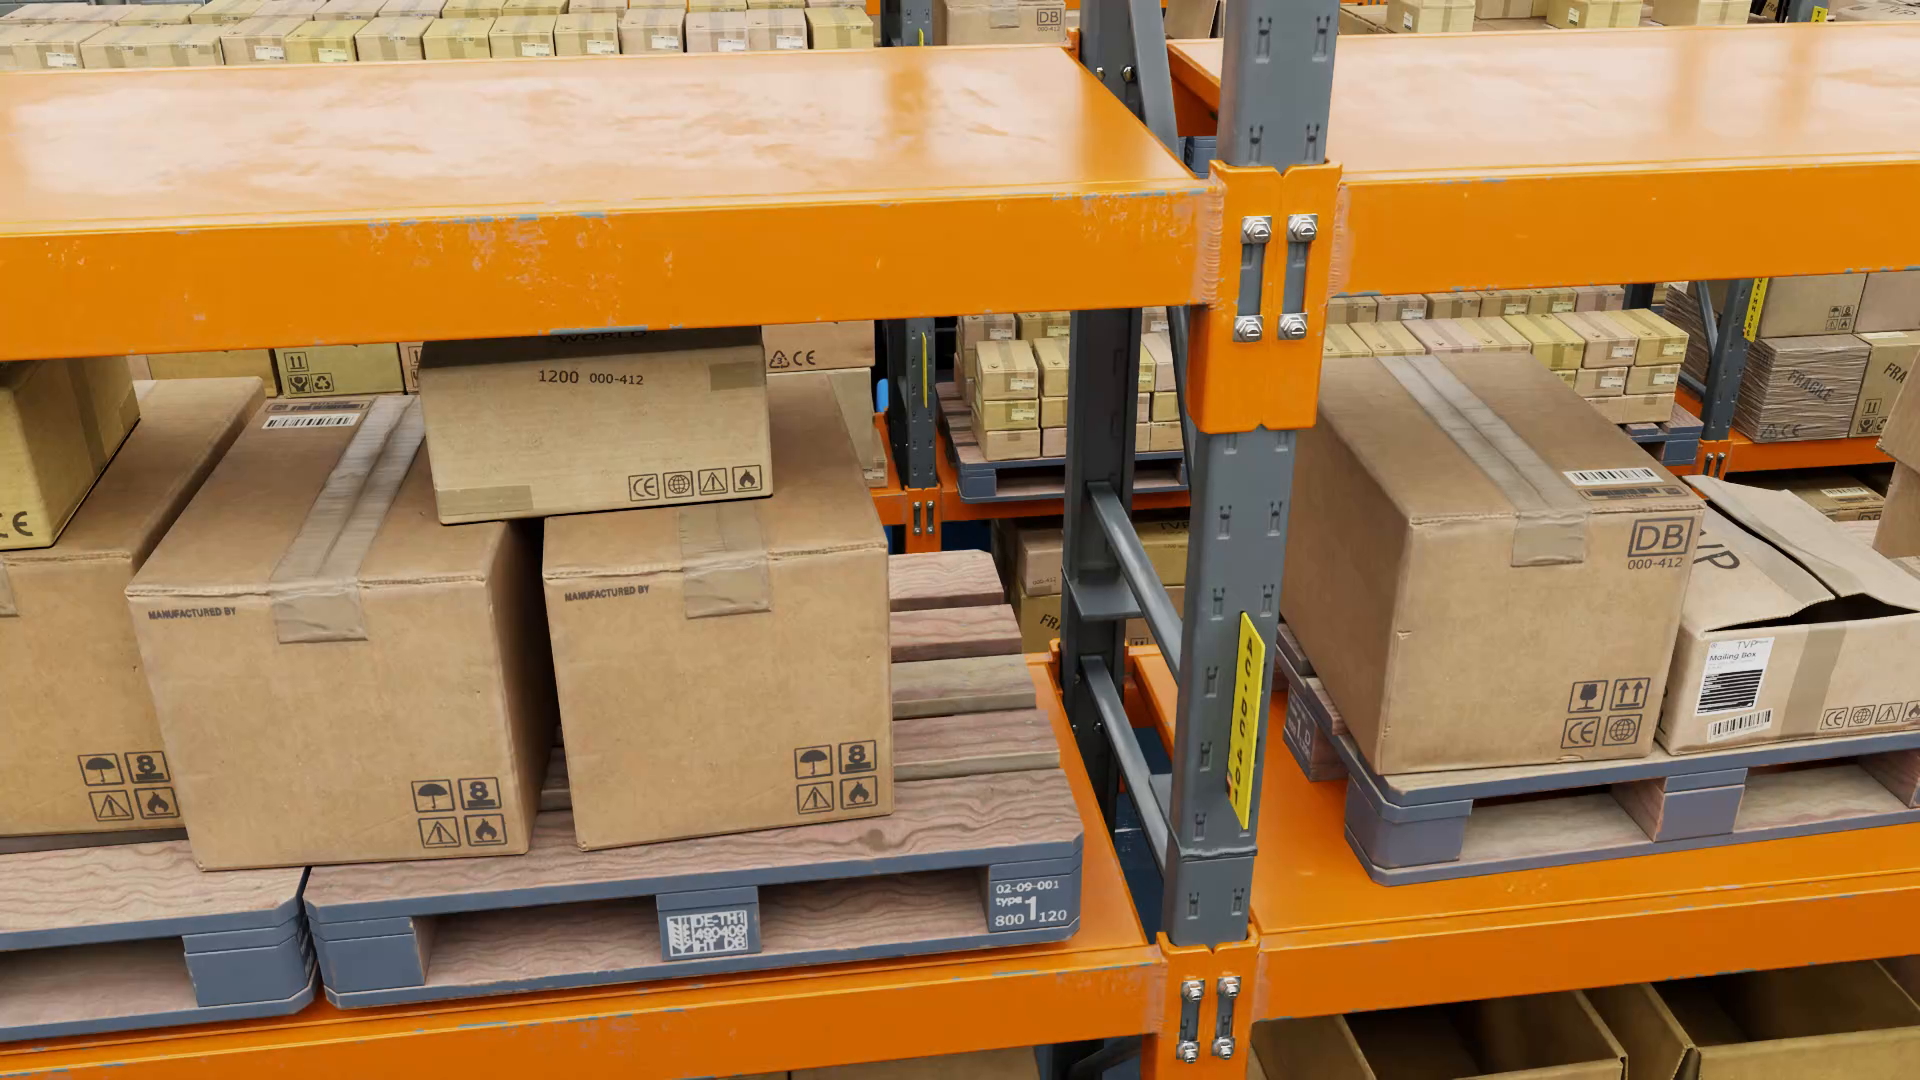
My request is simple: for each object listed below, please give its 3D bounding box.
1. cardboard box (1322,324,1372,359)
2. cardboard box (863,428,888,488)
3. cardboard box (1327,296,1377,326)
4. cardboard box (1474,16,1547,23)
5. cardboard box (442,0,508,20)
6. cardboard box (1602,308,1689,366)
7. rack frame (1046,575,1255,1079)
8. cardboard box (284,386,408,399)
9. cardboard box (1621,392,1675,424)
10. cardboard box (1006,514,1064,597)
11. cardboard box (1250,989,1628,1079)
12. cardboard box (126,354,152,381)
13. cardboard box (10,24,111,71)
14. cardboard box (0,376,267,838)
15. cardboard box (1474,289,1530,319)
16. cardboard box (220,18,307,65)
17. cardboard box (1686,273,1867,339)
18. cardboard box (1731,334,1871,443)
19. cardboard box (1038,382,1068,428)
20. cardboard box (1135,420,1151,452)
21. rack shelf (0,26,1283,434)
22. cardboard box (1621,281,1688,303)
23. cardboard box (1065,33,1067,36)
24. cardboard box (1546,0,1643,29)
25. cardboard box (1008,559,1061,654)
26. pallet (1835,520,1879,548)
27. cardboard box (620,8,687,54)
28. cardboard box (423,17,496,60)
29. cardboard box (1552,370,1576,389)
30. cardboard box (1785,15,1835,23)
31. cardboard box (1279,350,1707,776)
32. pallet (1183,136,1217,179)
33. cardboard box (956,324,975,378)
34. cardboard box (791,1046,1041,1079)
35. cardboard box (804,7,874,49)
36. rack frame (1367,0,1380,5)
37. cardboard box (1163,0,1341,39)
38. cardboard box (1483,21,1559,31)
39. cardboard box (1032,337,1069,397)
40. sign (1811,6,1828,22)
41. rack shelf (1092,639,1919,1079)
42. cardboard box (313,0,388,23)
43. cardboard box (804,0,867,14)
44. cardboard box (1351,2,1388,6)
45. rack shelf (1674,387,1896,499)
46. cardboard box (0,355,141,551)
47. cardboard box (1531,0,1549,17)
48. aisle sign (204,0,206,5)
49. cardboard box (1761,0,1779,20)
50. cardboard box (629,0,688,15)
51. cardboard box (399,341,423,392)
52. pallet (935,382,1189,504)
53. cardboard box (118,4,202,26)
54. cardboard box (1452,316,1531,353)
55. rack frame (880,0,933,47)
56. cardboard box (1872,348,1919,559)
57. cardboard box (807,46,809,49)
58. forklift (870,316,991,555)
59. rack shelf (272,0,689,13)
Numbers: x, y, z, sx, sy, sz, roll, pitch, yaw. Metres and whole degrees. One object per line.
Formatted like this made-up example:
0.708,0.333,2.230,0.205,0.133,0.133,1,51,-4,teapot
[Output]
1.758,-0.884,7.851,0.250,0.149,0.380,-3,27,-6,cardboard box
-0.493,-0.390,8.000,0.250,0.149,0.380,-4,27,-8,cardboard box
1.932,-1.194,8.455,0.250,0.149,0.380,-3,27,-6,cardboard box
2.621,-2.309,8.068,0.500,0.500,0.500,-4,27,-7,cardboard box
-2.131,-2.300,7.341,0.250,0.149,0.380,-4,28,-9,cardboard box
3.296,-0.982,8.041,0.250,0.149,0.380,-5,28,-9,cardboard box
0.348,1.623,3.802,0.127,3.000,1.000,-4,27,-7,rack frame
-2.708,-0.523,7.549,0.500,0.500,0.500,-3,27,-6,cardboard box
3.293,-0.716,8.176,0.250,0.149,0.380,-3,27,-6,cardboard box
0.525,0.038,8.347,0.500,0.250,0.500,-5,28,-9,cardboard box
0.979,1.087,3.637,0.637,0.503,0.797,-4,27,-8,cardboard box
-3.723,-0.902,7.191,0.500,0.500,0.500,-4,27,-7,cardboard box
-3.597,-1.965,6.688,0.250,0.149,0.380,-3,27,-5,cardboard box
-1.489,0.090,2.823,0.500,0.500,0.700,-2,27,-5,cardboard box
2.724,-1.247,8.557,0.250,0.149,0.380,-4,27,-7,cardboard box
-2.837,-2.029,6.812,0.250,0.149,0.380,-3,27,-6,cardboard box
4.164,-1.394,8.476,0.500,0.500,0.700,-4,27,-7,cardboard box
4.200,-0.832,8.475,0.500,0.500,0.500,-3,27,-7,cardboard box
0.467,-0.668,7.755,0.250,0.149,0.380,-4,27,-8,cardboard box
0.733,-0.553,7.857,0.250,0.149,0.380,-3,27,-7,cardboard box
-1.633,-0.421,2.440,4.000,0.370,1.077,-4,27,-7,rack shelf
5.659,-2.302,13.869,0.625,0.372,0.950,-2,27,-4,cardboard box
0.901,-3.588,12.752,0.500,0.500,0.500,-3,27,-6,cardboard box
2.848,-2.418,7.442,0.258,0.266,0.396,-4,27,-7,cardboard box
0.526,0.372,8.517,0.500,0.500,0.500,-3,27,-5,cardboard box
2.572,0.255,3.388,1.213,0.211,1.003,-2,27,-5,pallet
-1.288,-2.131,7.011,0.250,0.149,0.380,-3,27,-5,cardboard box
-2.040,-2.031,6.817,0.250,0.149,0.380,-4,27,-8,cardboard box
2.768,-0.815,8.042,0.250,0.149,0.380,-3,27,-6,cardboard box
4.280,-2.480,8.198,0.250,0.166,0.380,-4,27,-7,cardboard box
0.921,0.015,3.079,0.500,0.500,0.700,-3,27,-6,cardboard box
1.410,-1.936,7.657,1.003,0.211,1.213,-4,27,-7,pallet
0.123,-0.948,8.301,0.250,0.149,0.380,-3,27,-6,cardboard box
-0.070,1.373,3.305,0.500,0.500,0.500,-3,27,-6,cardboard box
-0.515,-2.150,7.049,0.250,0.149,0.380,-5,28,-9,cardboard box
2.928,-3.112,13.029,0.127,3.000,1.000,-4,27,-7,rack frame
1.305,-2.232,7.456,0.637,0.503,0.797,-4,27,-8,cardboard box
2.694,-2.071,7.605,0.500,0.500,0.500,-4,27,-7,cardboard box
0.486,-0.804,7.694,0.250,0.149,0.380,-3,27,-6,cardboard box
3.791,-2.200,7.399,0.005,0.325,0.100,-4,27,-7,sign
2.328,0.481,3.529,4.000,0.370,1.077,-4,27,-7,rack shelf
-2.643,-2.260,7.264,0.250,0.149,0.380,-3,27,-6,cardboard box
-0.565,-2.385,7.506,0.250,0.149,0.380,-4,27,-8,cardboard box
4.225,-5.529,17.357,0.500,0.250,0.500,-3,27,-6,cardboard box
5.698,-0.688,9.092,4.000,0.370,1.077,-4,27,-7,rack shelf
-1.612,-0.191,2.550,0.500,0.250,0.500,-5,28,-9,cardboard box
2.768,-2.666,7.927,0.258,0.266,0.396,-4,27,-7,cardboard box
-5.025,-3.624,11.179,0.004,0.787,0.394,-4,27,-7,aisle sign
8.682,-5.697,17.958,0.500,0.500,0.500,-4,27,-8,cardboard box
-1.344,-2.345,7.429,0.250,0.149,0.380,-4,27,-9,cardboard box
-2.202,-0.994,7.371,0.500,0.500,0.500,-5,28,-9,cardboard box
0.534,-0.524,8.195,1.213,0.211,1.003,-4,27,-7,pallet
-3.404,-2.181,7.110,0.250,0.149,0.380,-4,28,-9,cardboard box
2.524,-0.932,7.943,0.250,0.149,0.380,-3,27,-6,cardboard box
-0.243,-3.295,6.815,0.127,3.000,1.000,-4,27,-7,rack frame
2.289,-0.060,3.222,0.637,0.503,0.797,-4,27,-8,cardboard box
-0.665,-1.972,7.139,0.500,0.250,0.500,-5,28,-10,cardboard box
-0.031,-1.637,10.230,1.130,2.935,3.031,-2,27,-4,forklift
-3.013,-3.745,11.765,4.000,0.370,1.077,-4,27,-7,rack shelf
